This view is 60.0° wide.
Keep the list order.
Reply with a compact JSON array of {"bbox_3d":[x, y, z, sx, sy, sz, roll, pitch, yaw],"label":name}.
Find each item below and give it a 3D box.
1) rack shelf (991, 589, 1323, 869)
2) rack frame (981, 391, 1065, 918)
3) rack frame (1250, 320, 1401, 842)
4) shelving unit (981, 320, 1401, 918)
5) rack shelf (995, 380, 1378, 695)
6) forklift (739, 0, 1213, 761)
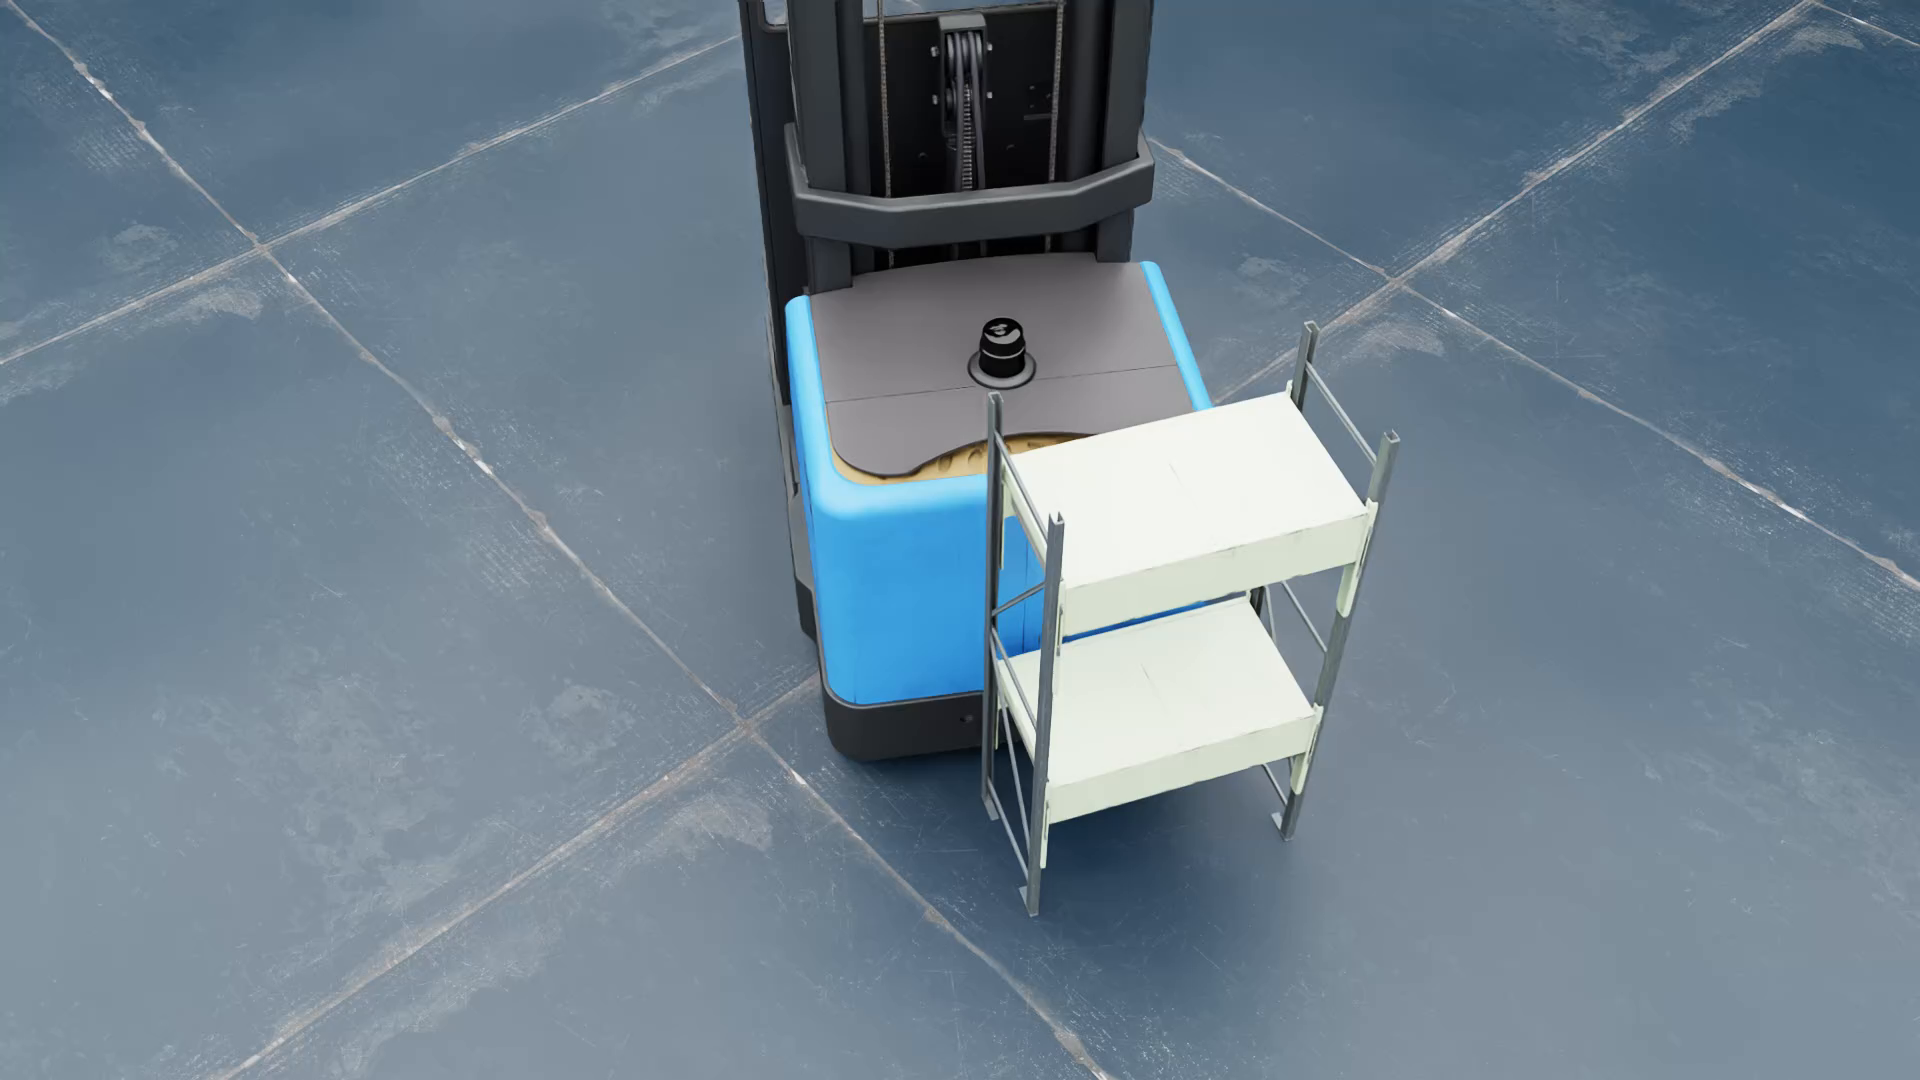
[{"bbox_3d":[0.479,0.472,4.237,0.720,0.370,0.431,-14,49,-12],"label":"rack shelf"},{"bbox_3d":[0.132,0.336,3.919,0.023,1.500,0.400,-14,49,-12],"label":"rack frame"},{"bbox_3d":[0.827,0.167,4.074,0.023,1.500,0.400,-14,49,-12],"label":"rack frame"},{"bbox_3d":[0.479,0.252,3.997,0.755,1.500,0.431,-14,49,-12],"label":"shelving unit"},{"bbox_3d":[0.480,-0.012,3.709,0.720,0.370,0.431,-14,49,-12],"label":"rack shelf"},{"bbox_3d":[-0.071,-1.484,4.625,1.130,2.935,3.031,-7,48,-6],"label":"forklift"}]
